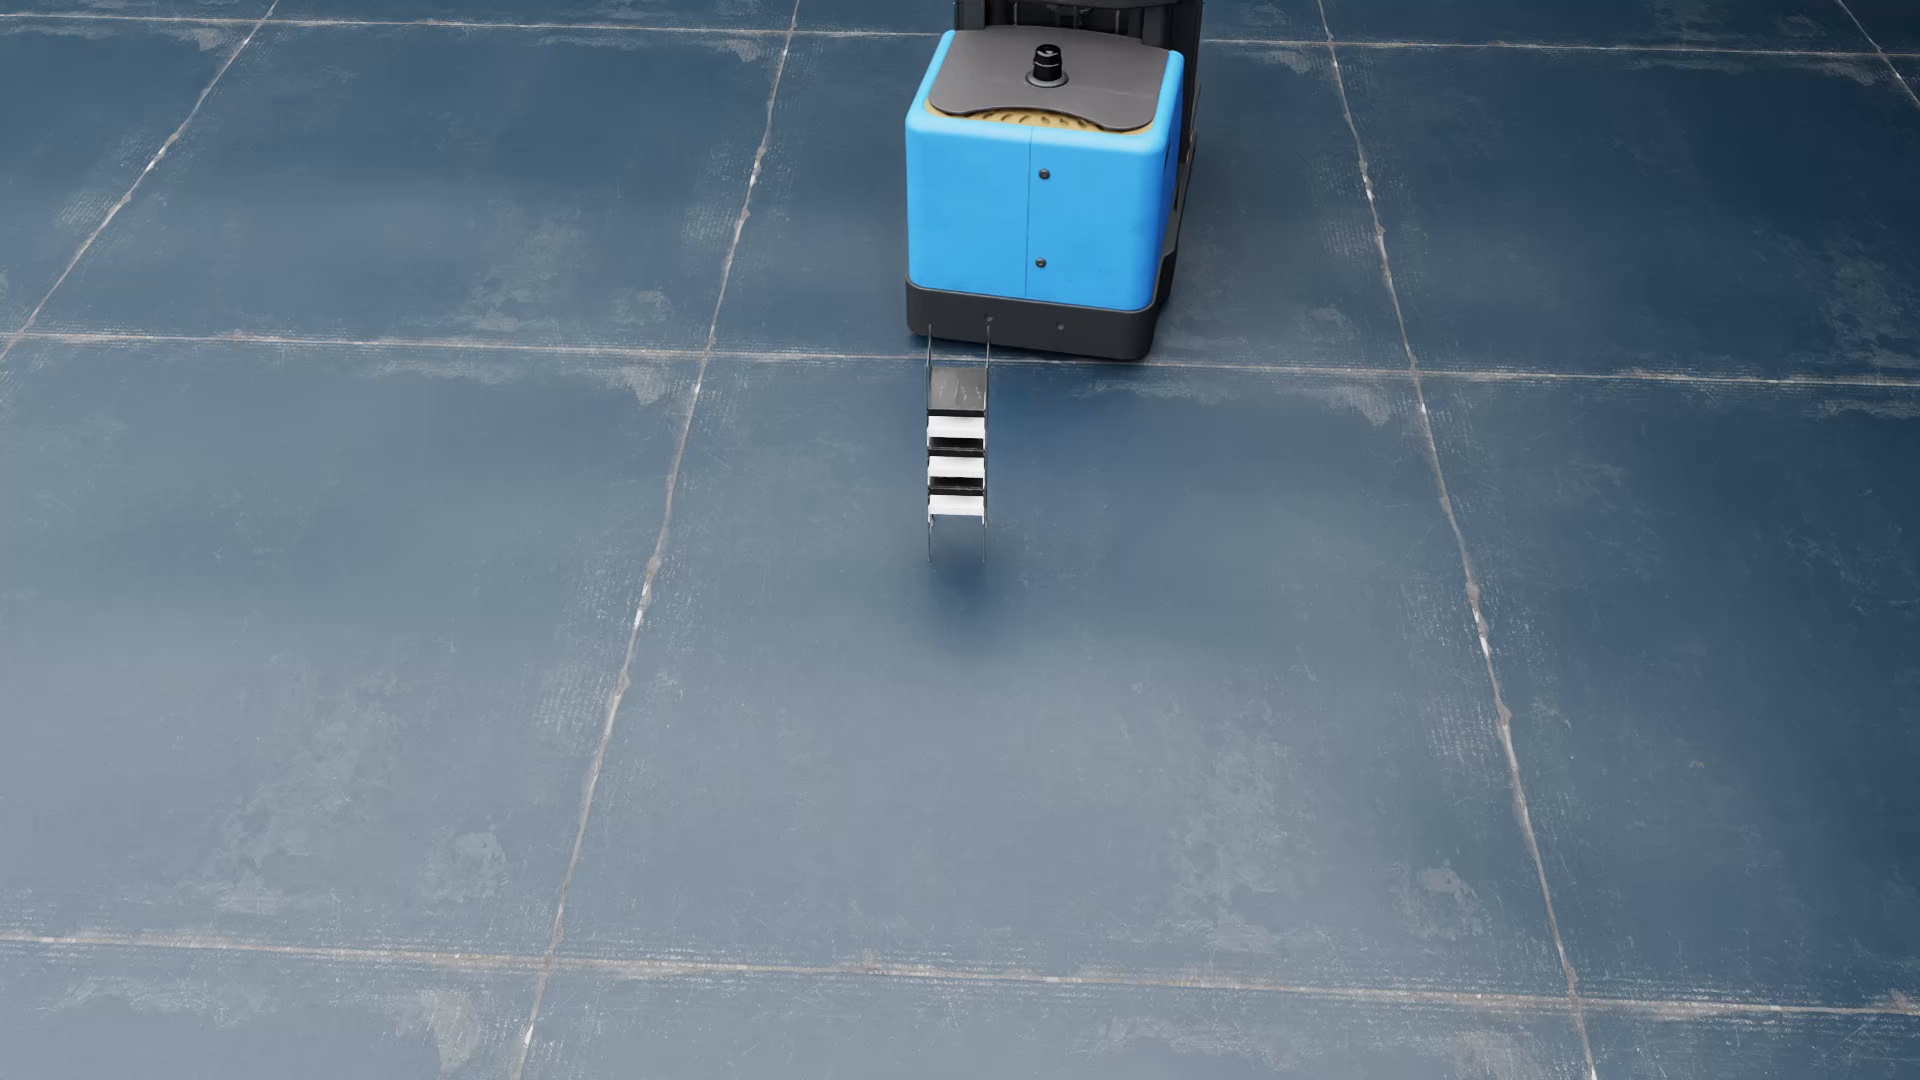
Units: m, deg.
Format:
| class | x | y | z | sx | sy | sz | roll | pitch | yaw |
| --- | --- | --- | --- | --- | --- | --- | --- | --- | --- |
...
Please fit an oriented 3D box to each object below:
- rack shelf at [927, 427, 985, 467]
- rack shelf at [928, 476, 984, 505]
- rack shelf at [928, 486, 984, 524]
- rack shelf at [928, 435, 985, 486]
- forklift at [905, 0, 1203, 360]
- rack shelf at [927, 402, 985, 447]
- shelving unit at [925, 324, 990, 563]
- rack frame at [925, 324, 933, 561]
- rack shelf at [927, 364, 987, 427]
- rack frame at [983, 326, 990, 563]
| class | x | y | z | sx | sy | sz | roll | pitch | yaw |
| --- | --- | --- | --- | --- | --- | --- | --- | --- | --- |
| rack shelf | -0.008 | -0.371 | 5.905 | 0.200 | 0.077 | 0.258 | 2 | 43 | 2 |
| rack shelf | -0.008 | -0.239 | 6.028 | 0.200 | 0.077 | 0.258 | 2 | 43 | 2 |
| rack shelf | -0.008 | -0.173 | 6.089 | 0.200 | 0.077 | 0.258 | 2 | 43 | 2 |
| rack shelf | -0.008 | -0.305 | 5.966 | 0.200 | 0.077 | 0.258 | 2 | 43 | 2 |
| forklift | 0.564 | -2.841 | 7.150 | 1.130 | 2.935 | 3.031 | 8 | 44 | 8 |
| rack shelf | -0.008 | -0.437 | 5.844 | 0.200 | 0.077 | 0.258 | 2 | 43 | 2 |
| shelving unit | -0.008 | -0.330 | 5.944 | 0.210 | 0.900 | 0.258 | 2 | 43 | 2 |
| rack frame | -0.110 | -0.333 | 5.947 | 0.006 | 0.900 | 0.240 | 2 | 43 | 2 |
| rack shelf | -0.008 | -0.503 | 5.782 | 0.200 | 0.077 | 0.258 | 2 | 43 | 2 |
| rack frame | 0.093 | -0.326 | 5.940 | 0.006 | 0.900 | 0.240 | 2 | 43 | 2 |
